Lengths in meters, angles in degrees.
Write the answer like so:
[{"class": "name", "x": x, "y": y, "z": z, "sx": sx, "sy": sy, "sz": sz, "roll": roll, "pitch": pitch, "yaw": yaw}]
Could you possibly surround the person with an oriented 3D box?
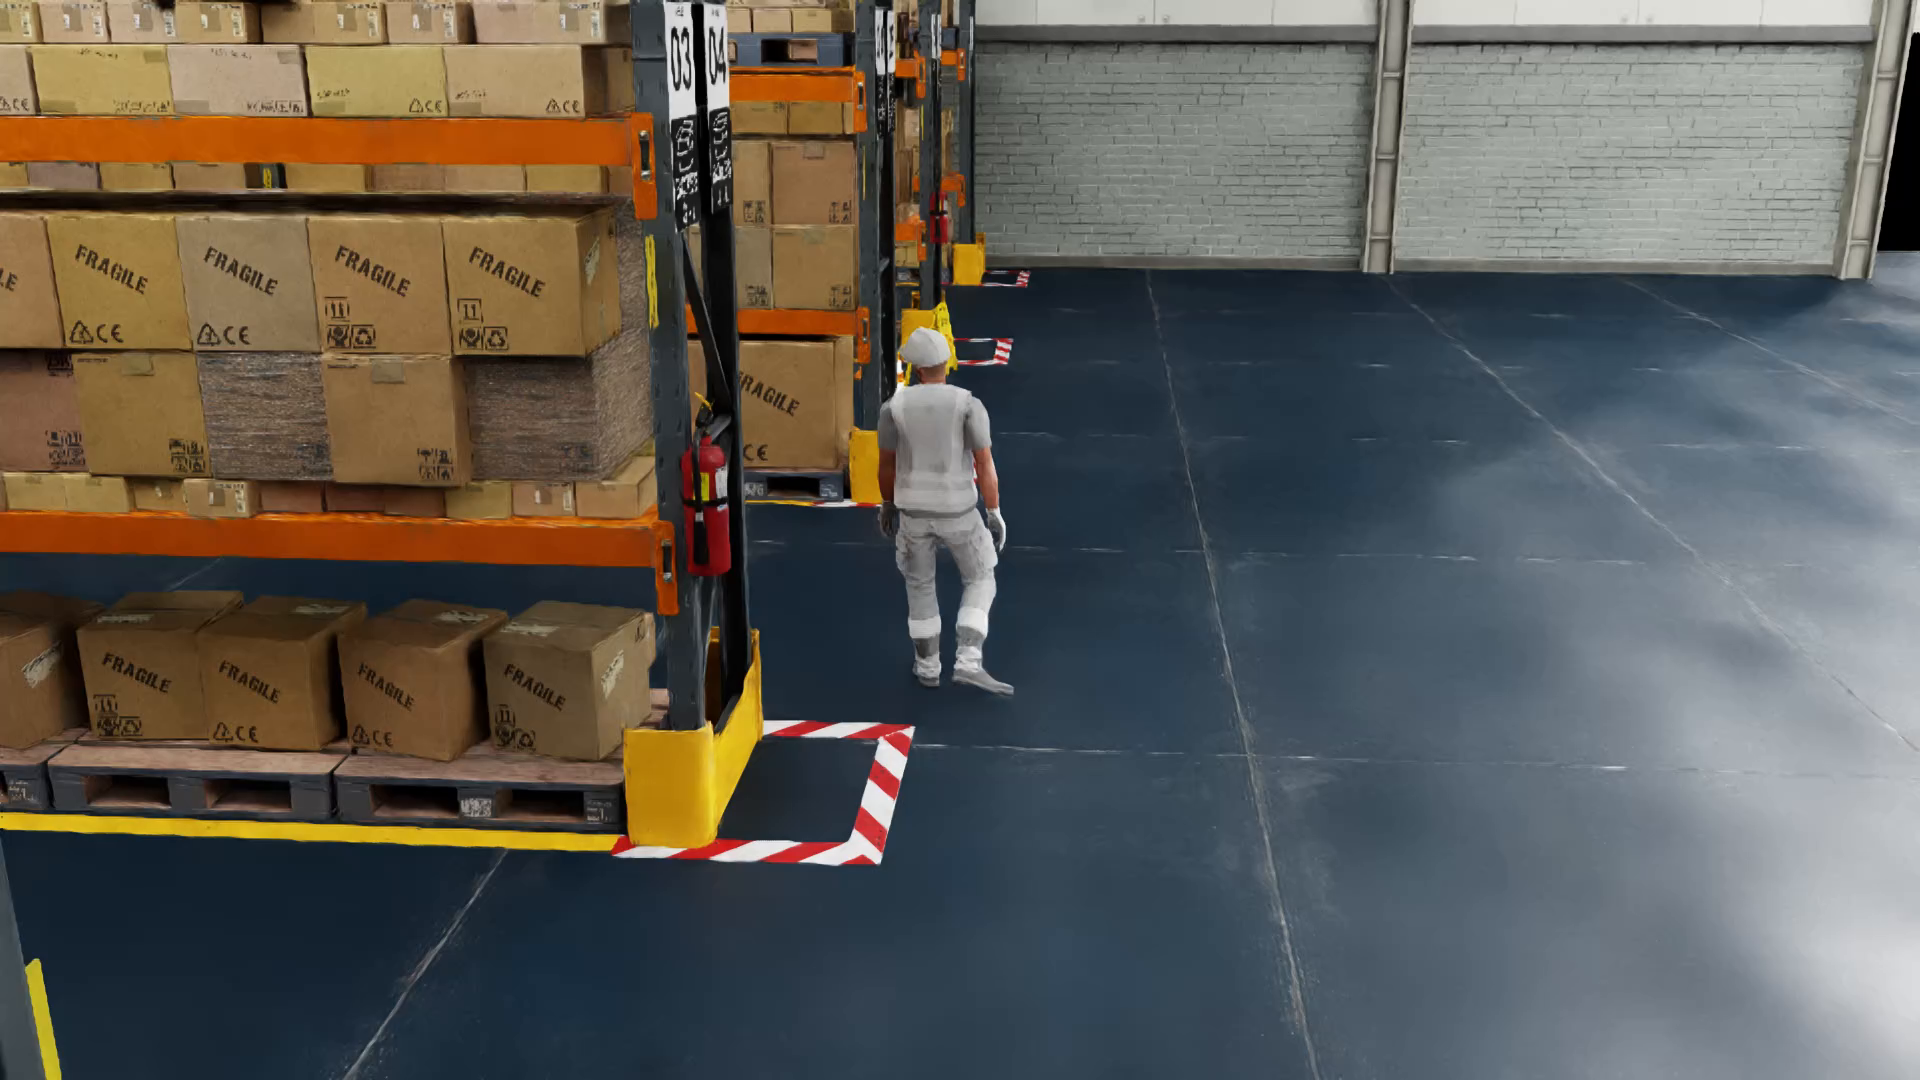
[{"class": "person", "x": -0.060, "y": -0.107, "z": 7.856, "sx": 0.737, "sy": 1.787, "sz": 0.628, "roll": 3, "pitch": 18, "yaw": 11}]
